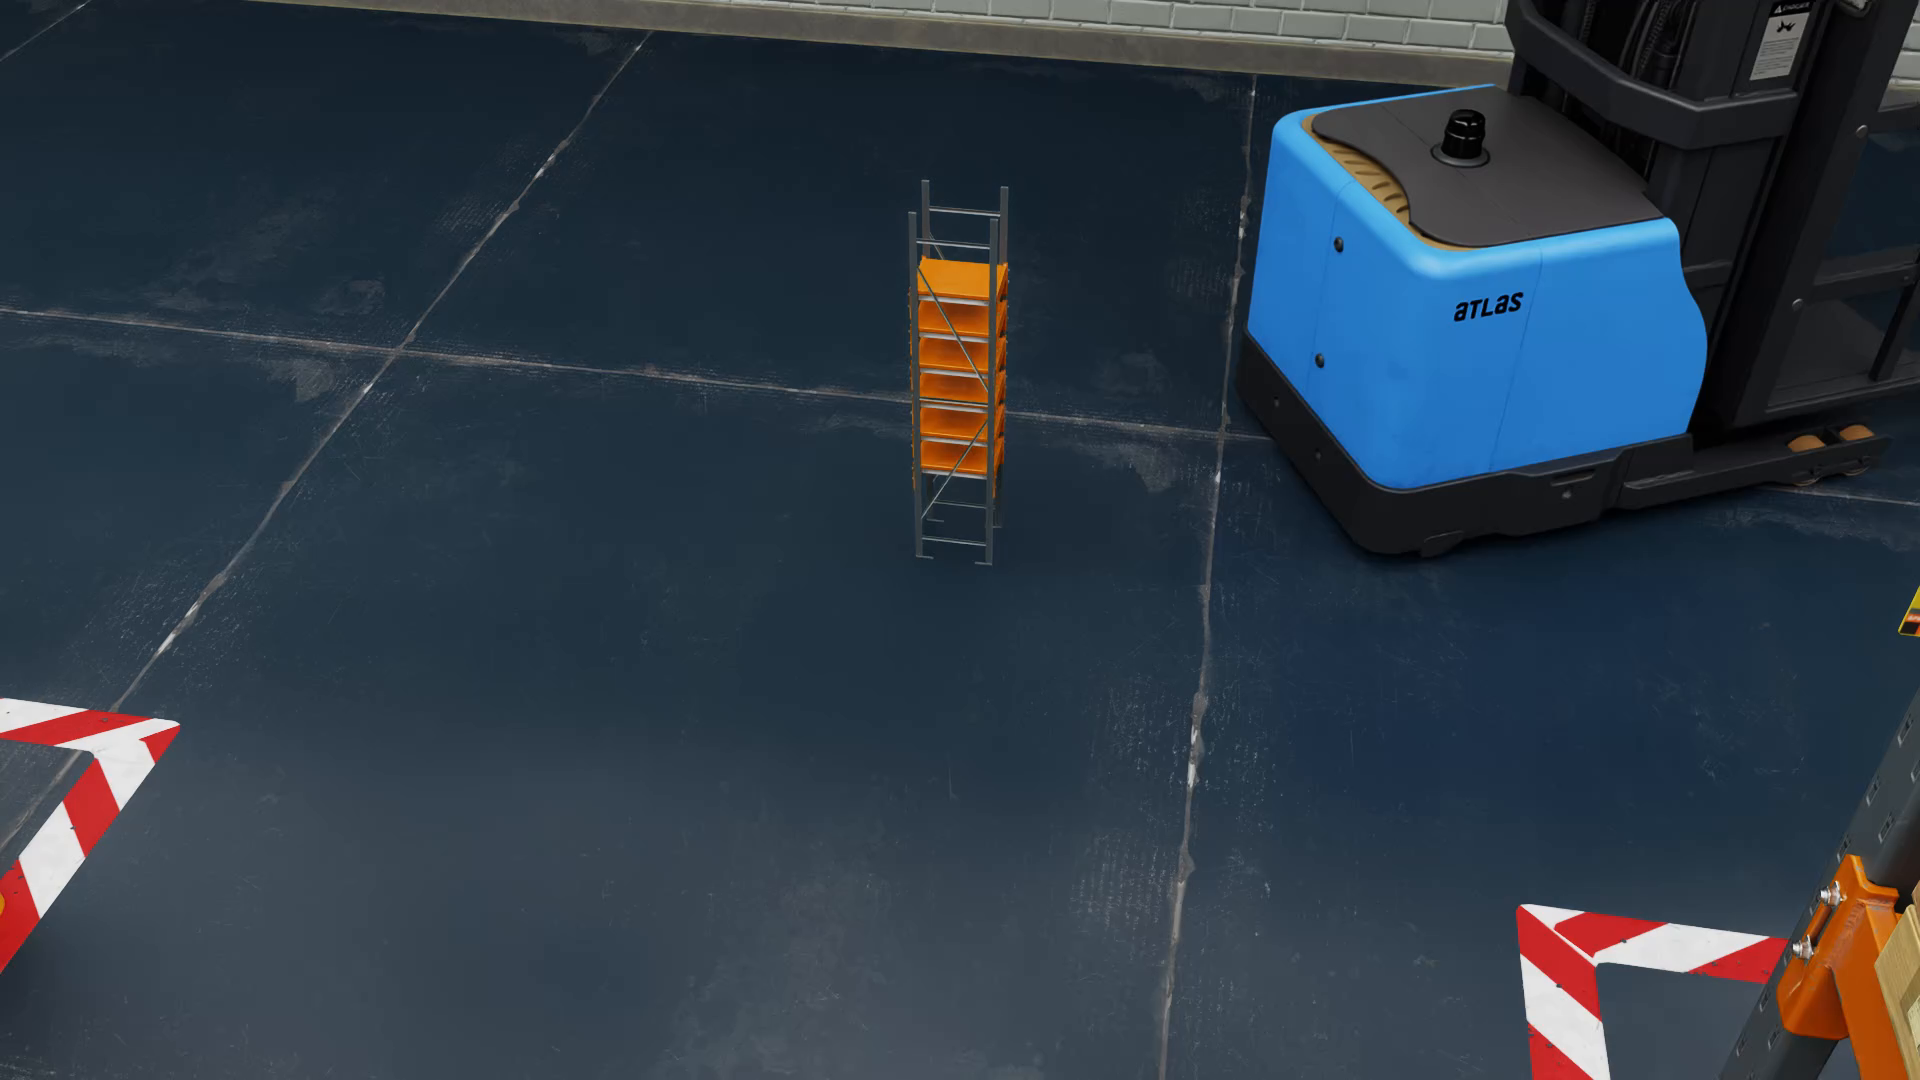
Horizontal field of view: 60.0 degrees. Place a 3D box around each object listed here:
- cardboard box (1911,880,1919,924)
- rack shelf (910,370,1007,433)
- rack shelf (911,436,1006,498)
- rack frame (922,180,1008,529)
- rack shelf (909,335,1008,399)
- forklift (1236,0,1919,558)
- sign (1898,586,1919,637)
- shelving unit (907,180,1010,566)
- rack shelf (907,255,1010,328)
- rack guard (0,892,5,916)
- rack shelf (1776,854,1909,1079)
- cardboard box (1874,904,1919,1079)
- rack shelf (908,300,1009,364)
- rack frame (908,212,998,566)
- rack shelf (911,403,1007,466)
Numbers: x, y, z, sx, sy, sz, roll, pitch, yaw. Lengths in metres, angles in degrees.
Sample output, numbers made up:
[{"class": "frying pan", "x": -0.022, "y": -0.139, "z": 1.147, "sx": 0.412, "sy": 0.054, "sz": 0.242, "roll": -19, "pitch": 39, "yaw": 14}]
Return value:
[{"class": "cardboard box", "x": 1.539, "y": 0.501, "z": 1.978, "sx": 0.500, "sy": 0.500, "sz": 0.500, "roll": 8, "pitch": 40, "yaw": 10}, {"class": "rack shelf", "x": -0.002, "y": -0.419, "z": 4.885, "sx": 0.258, "sy": 0.103, "sz": 0.180, "roll": 6, "pitch": 40, "yaw": 8}, {"class": "rack shelf", "x": -0.003, "y": -0.234, "z": 5.038, "sx": 0.258, "sy": 0.103, "sz": 0.180, "roll": 6, "pitch": 40, "yaw": 8}, {"class": "rack frame", "x": 0.013, "y": -0.511, "z": 4.926, "sx": 0.240, "sy": 1.200, "sz": 0.006, "roll": 6, "pitch": 40, "yaw": 8}, {"class": "rack shelf", "x": -0.002, "y": -0.512, "z": 4.809, "sx": 0.258, "sy": 0.103, "sz": 0.180, "roll": 6, "pitch": 40, "yaw": 8}, {"class": "forklift", "x": 2.534, "y": -1.617, "z": 4.906, "sx": 3.031, "sy": 2.935, "sz": 1.130, "roll": -11, "pitch": 41, "yaw": -13}, {"class": "sign", "x": 1.355, "y": 0.010, "z": 2.205, "sx": 0.100, "sy": 0.325, "sz": 0.005, "roll": 6, "pitch": 40, "yaw": 8}, {"class": "shelving unit", "x": -0.002, "y": -0.453, "z": 4.857, "sx": 0.258, "sy": 1.200, "sz": 0.189, "roll": 6, "pitch": 40, "yaw": 8}, {"class": "rack shelf", "x": -0.002, "y": -0.697, "z": 4.656, "sx": 0.258, "sy": 0.103, "sz": 0.180, "roll": 6, "pitch": 40, "yaw": 8}, {"class": "rack guard", "x": -2.974, "y": 0.741, "z": 3.961, "sx": 1.175, "sy": 0.500, "sz": 0.348, "roll": 6, "pitch": 40, "yaw": 8}, {"class": "rack shelf", "x": 1.543, "y": 1.935, "z": 1.120, "sx": 1.077, "sy": 0.370, "sz": 4.000, "roll": 6, "pitch": 40, "yaw": 8}, {"class": "cardboard box", "x": 1.510, "y": 0.667, "z": 2.286, "sx": 0.380, "sy": 0.149, "sz": 0.250, "roll": 6, "pitch": 40, "yaw": 7}, {"class": "rack shelf", "x": -0.002, "y": -0.604, "z": 4.732, "sx": 0.258, "sy": 0.103, "sz": 0.180, "roll": 6, "pitch": 40, "yaw": 8}, {"class": "rack frame", "x": -0.018, "y": -0.396, "z": 4.787, "sx": 0.240, "sy": 1.200, "sz": 0.006, "roll": 6, "pitch": 40, "yaw": 8}, {"class": "rack shelf", "x": -0.002, "y": -0.327, "z": 4.961, "sx": 0.258, "sy": 0.103, "sz": 0.180, "roll": 6, "pitch": 40, "yaw": 8}]
